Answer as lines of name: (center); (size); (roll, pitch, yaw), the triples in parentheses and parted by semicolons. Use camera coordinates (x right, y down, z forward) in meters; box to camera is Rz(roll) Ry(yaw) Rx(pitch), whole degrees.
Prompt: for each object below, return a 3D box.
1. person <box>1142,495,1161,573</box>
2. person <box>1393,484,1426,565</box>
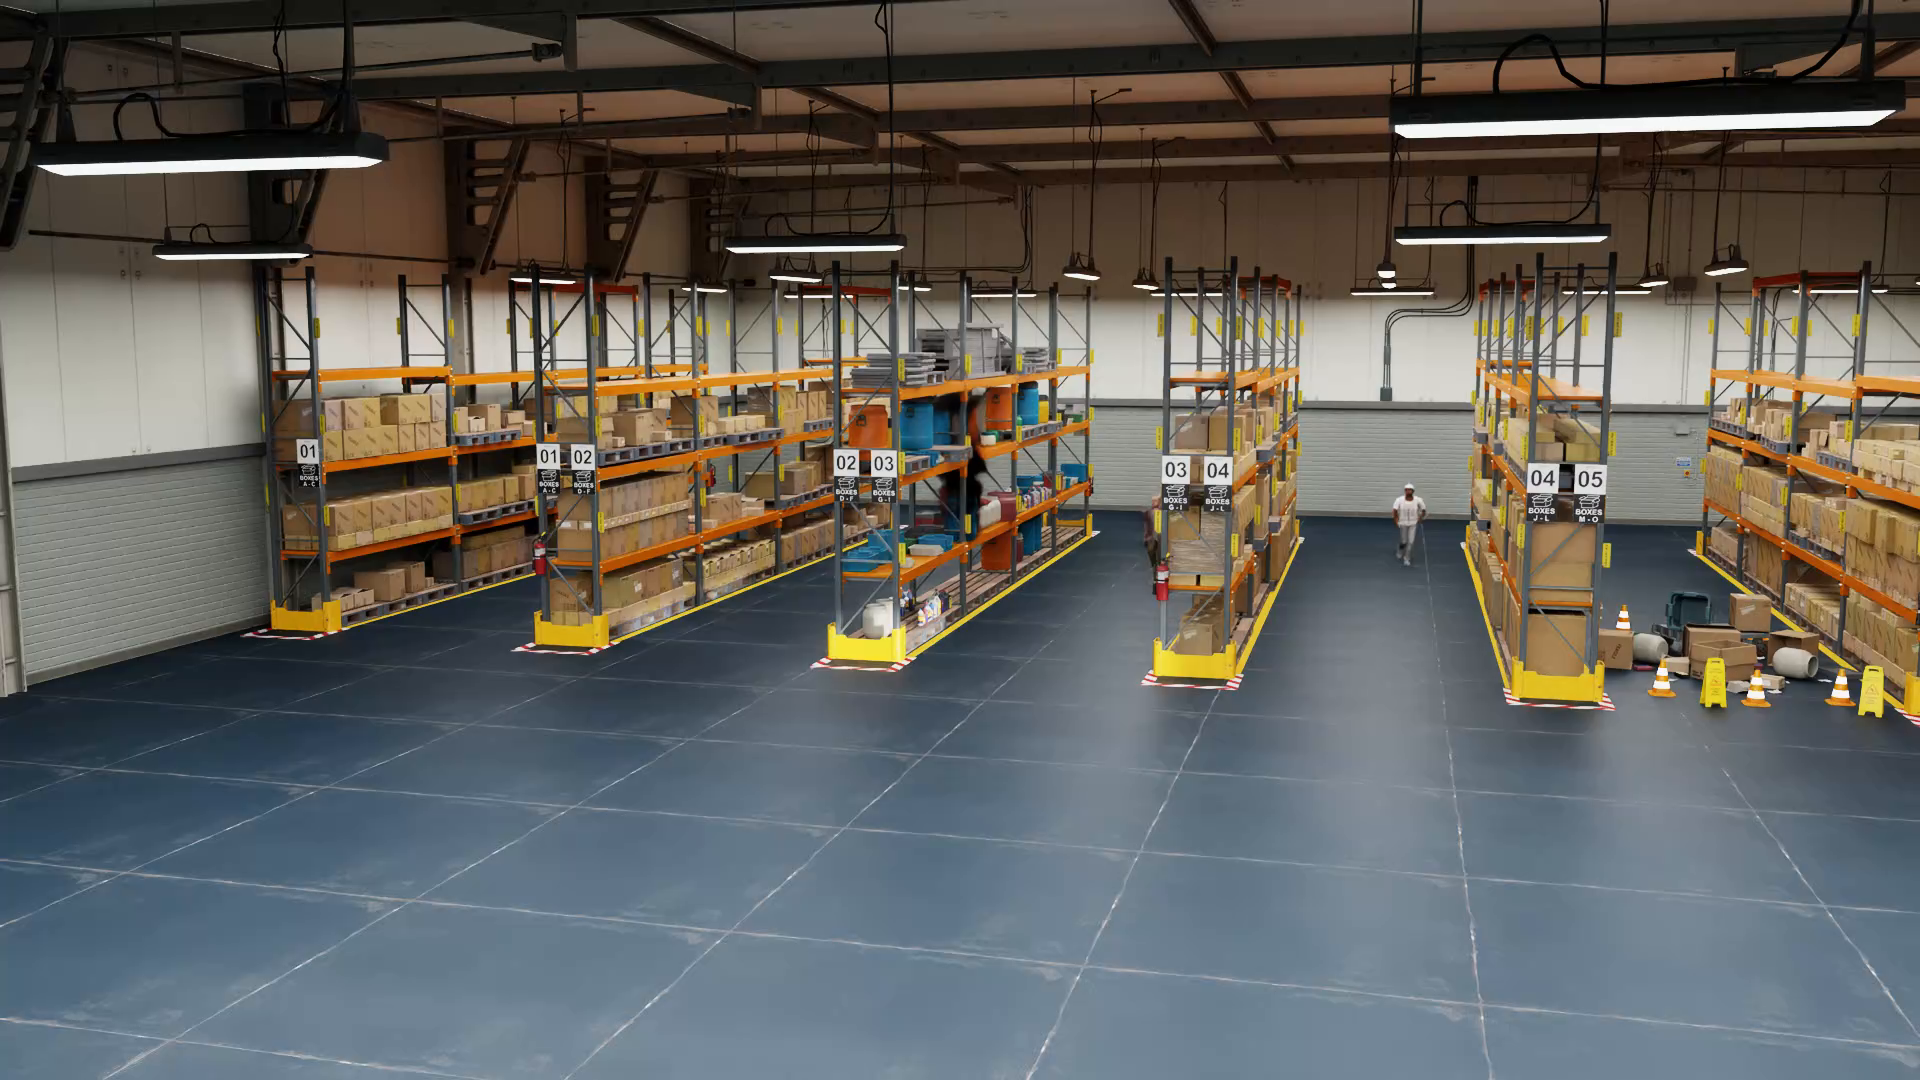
person: (3.860, -0.043, 32.589); (0.698, 1.667, 0.907); (3, 8, 23)
person: (9.568, -0.336, 35.416); (0.691, 1.734, 0.631); (2, 7, 14)
